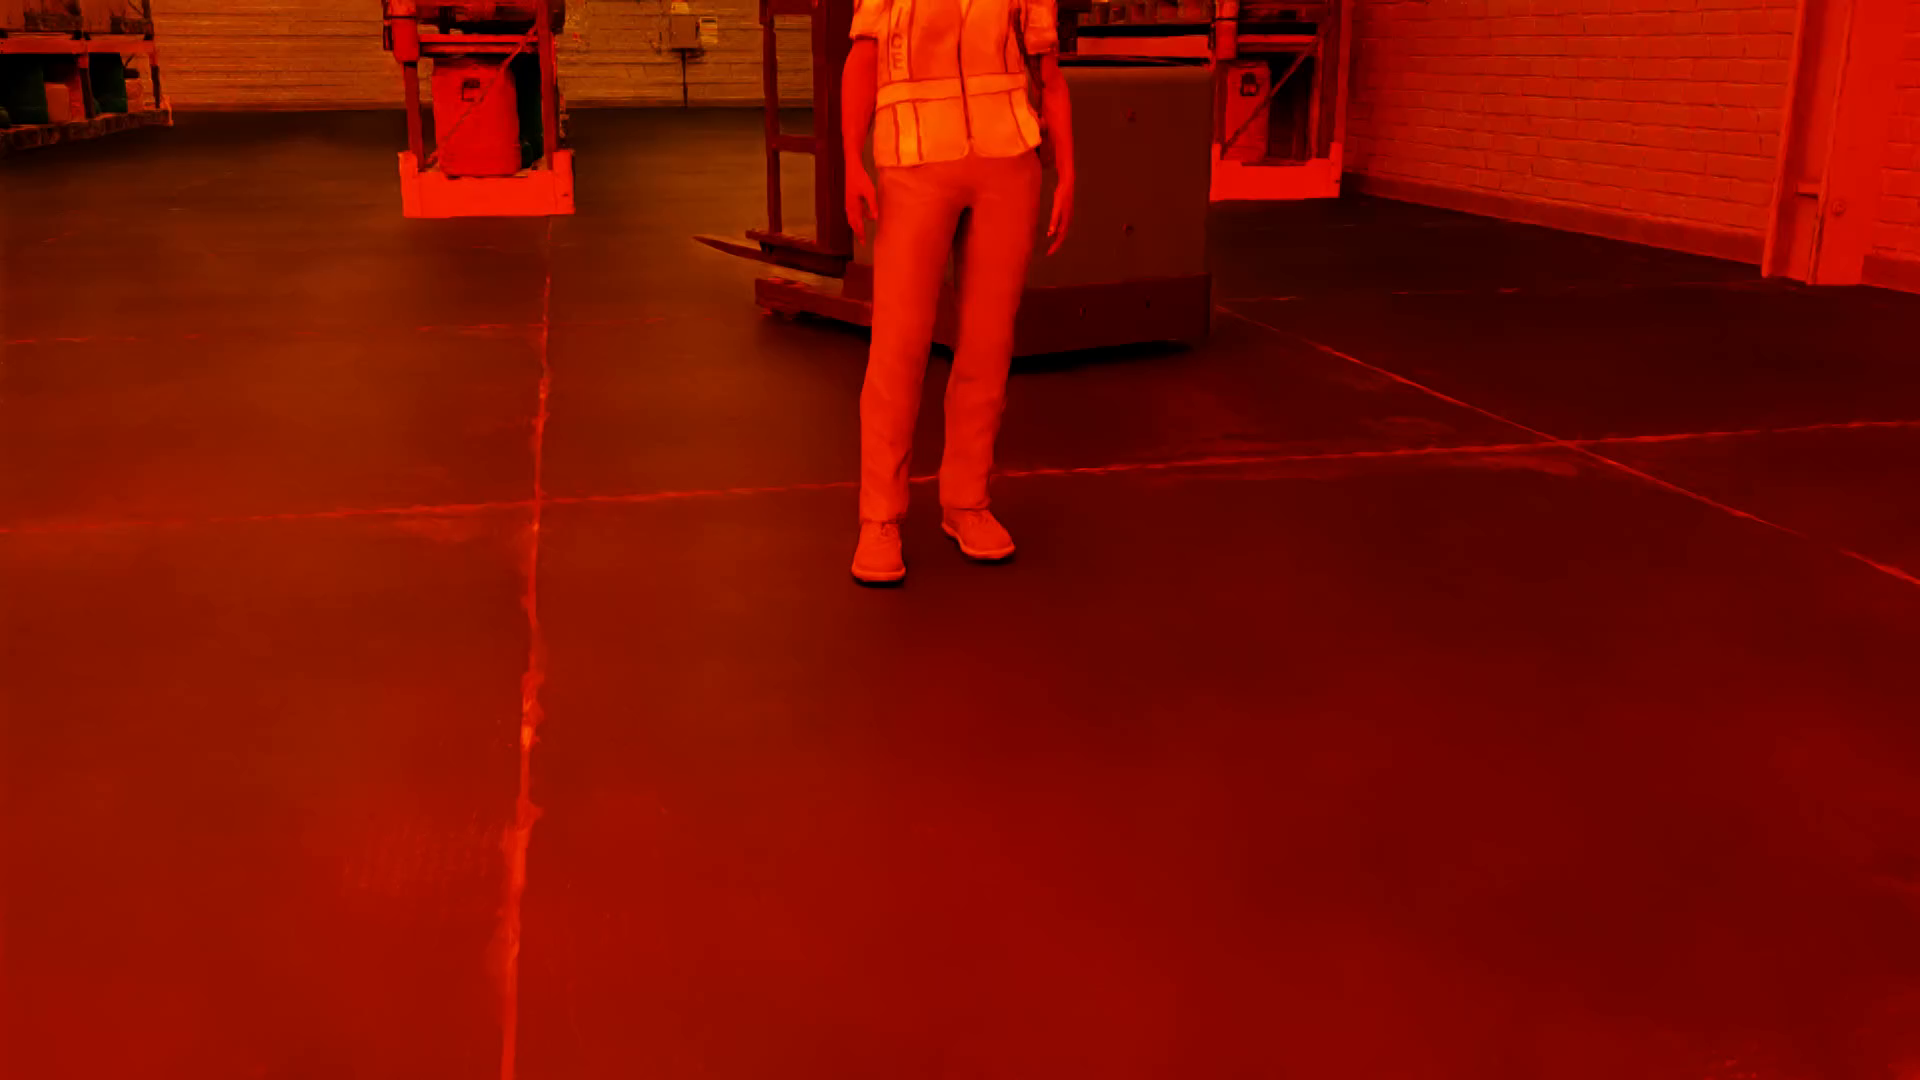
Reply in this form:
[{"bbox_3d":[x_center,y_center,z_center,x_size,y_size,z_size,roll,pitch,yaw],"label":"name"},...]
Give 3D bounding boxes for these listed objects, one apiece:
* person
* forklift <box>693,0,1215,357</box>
[{"bbox_3d":[-0.002,-0.798,3.698,0.570,1.695,0.529,-4,17,-12],"label":"person"},{"bbox_3d":[-0.251,-2.423,7.029,1.130,2.935,3.031,-10,19,-31],"label":"forklift"}]
